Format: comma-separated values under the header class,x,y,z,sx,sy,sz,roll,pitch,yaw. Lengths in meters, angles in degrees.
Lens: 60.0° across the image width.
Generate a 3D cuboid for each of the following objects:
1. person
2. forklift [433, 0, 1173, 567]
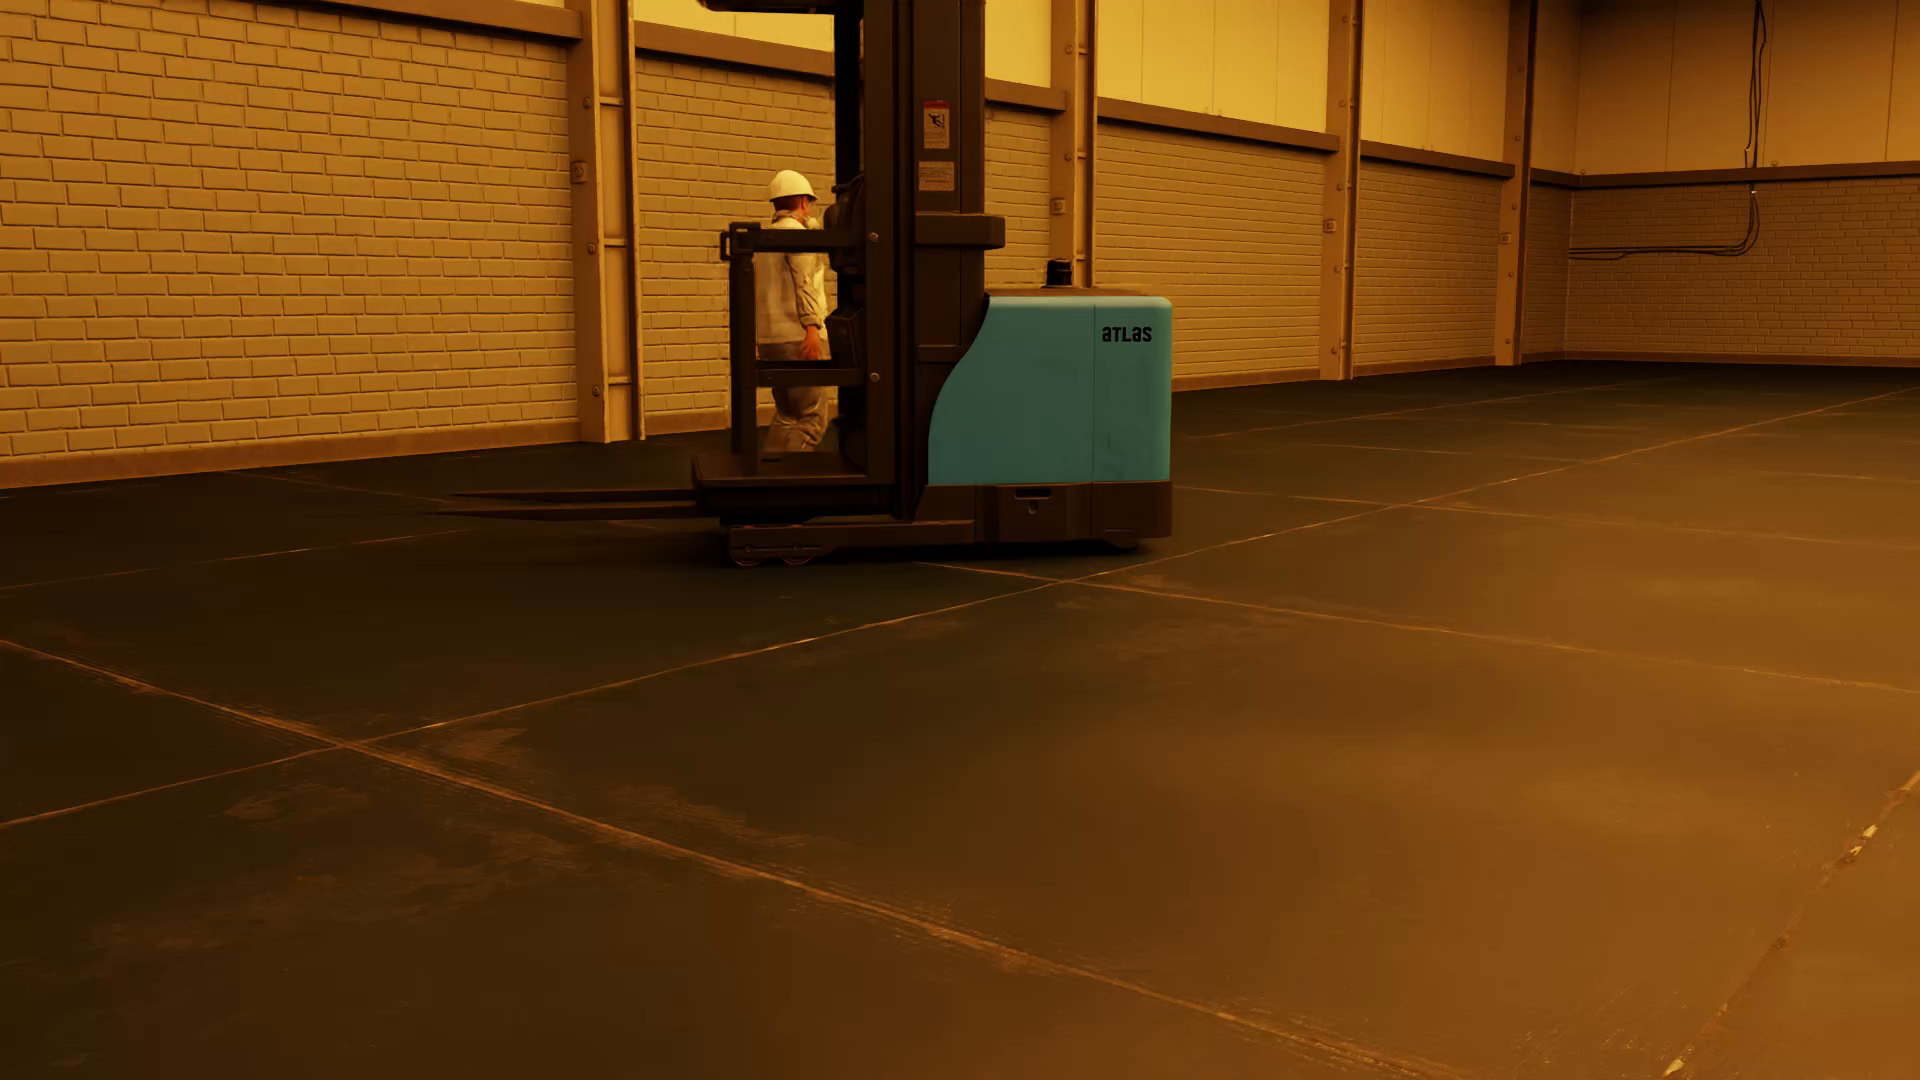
class,x,y,z,sx,sy,sz,roll,pitch,yaw
person,-0.880,-1.007,8.503,0.472,1.748,0.852,-5,10,-29
forklift,-0.667,-1.426,7.026,3.031,2.935,1.130,-1,8,-10
